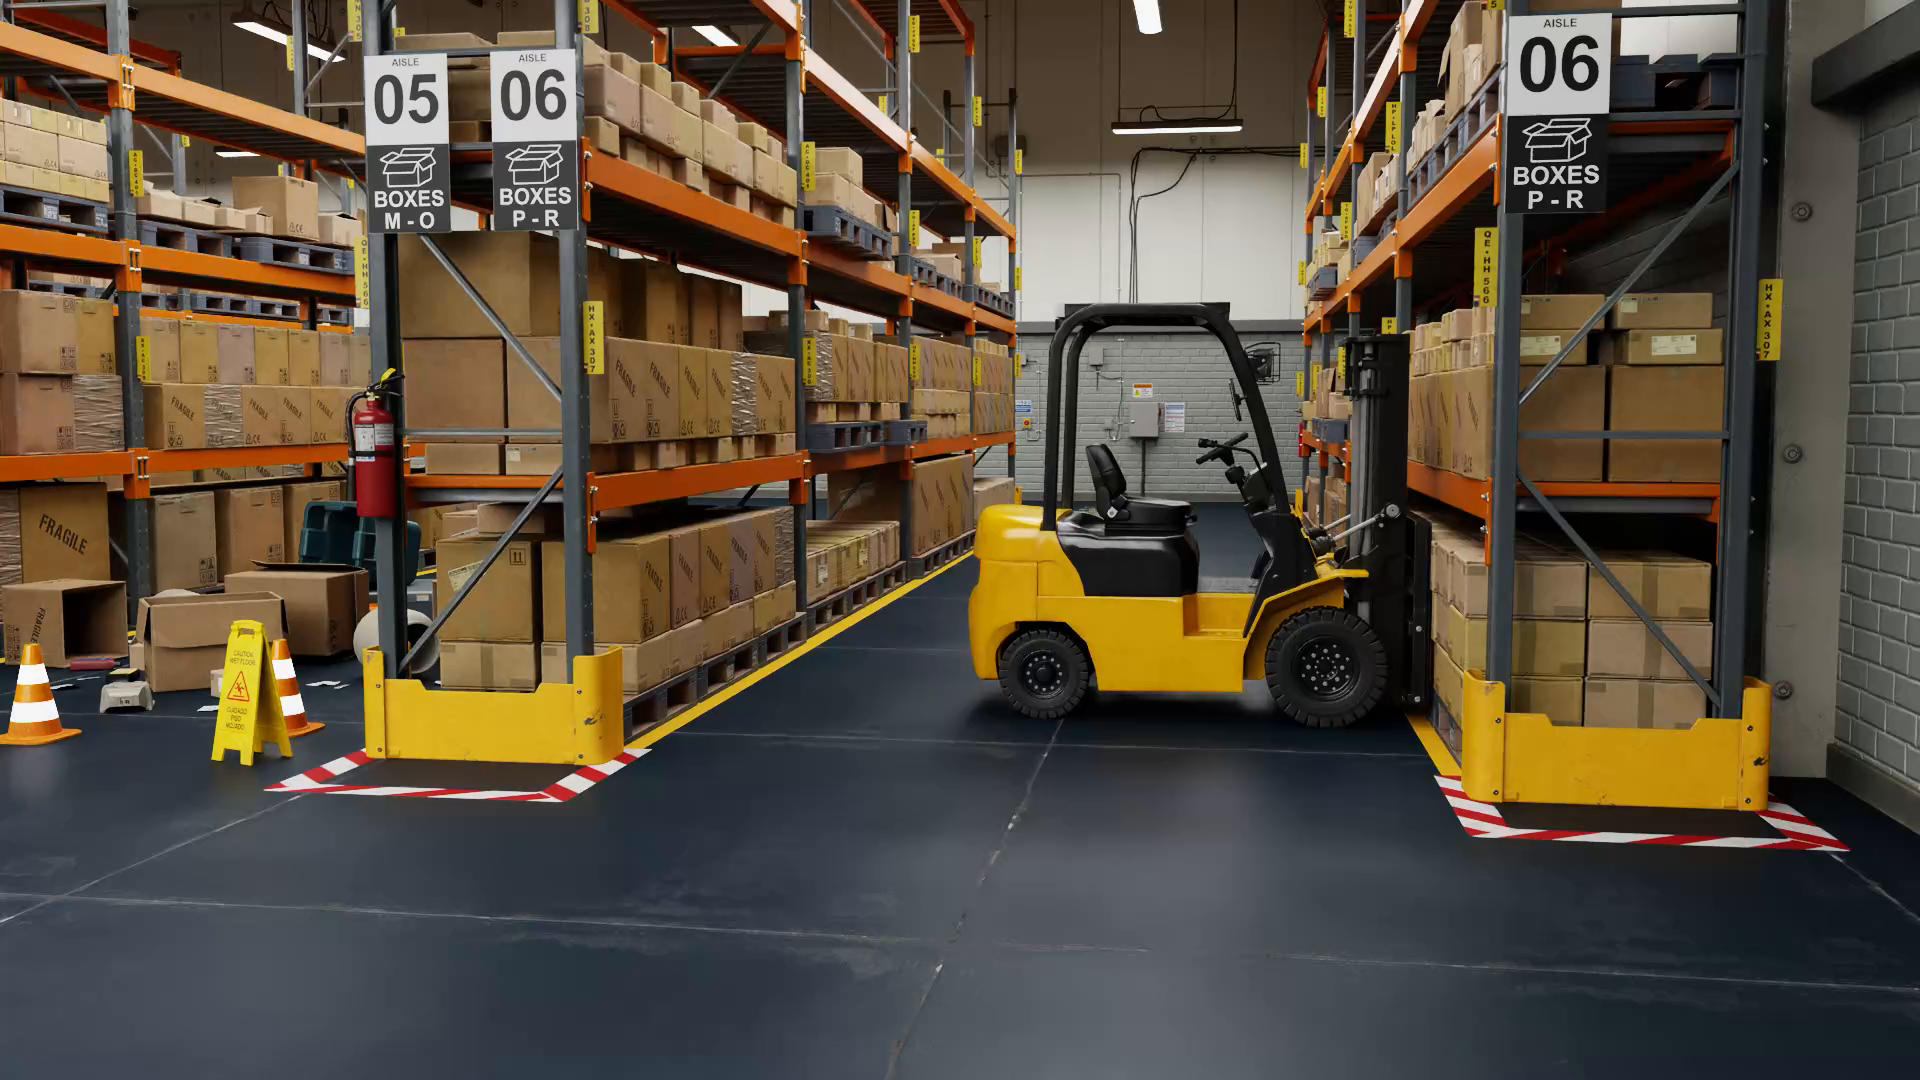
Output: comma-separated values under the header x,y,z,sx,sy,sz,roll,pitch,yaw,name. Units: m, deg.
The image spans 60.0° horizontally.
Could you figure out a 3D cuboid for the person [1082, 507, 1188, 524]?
x,y,z,sx,sy,sz,roll,pitch,yaw,name
1.062,0.244,10.931,0.868,1.018,0.454,0,5,6,person
